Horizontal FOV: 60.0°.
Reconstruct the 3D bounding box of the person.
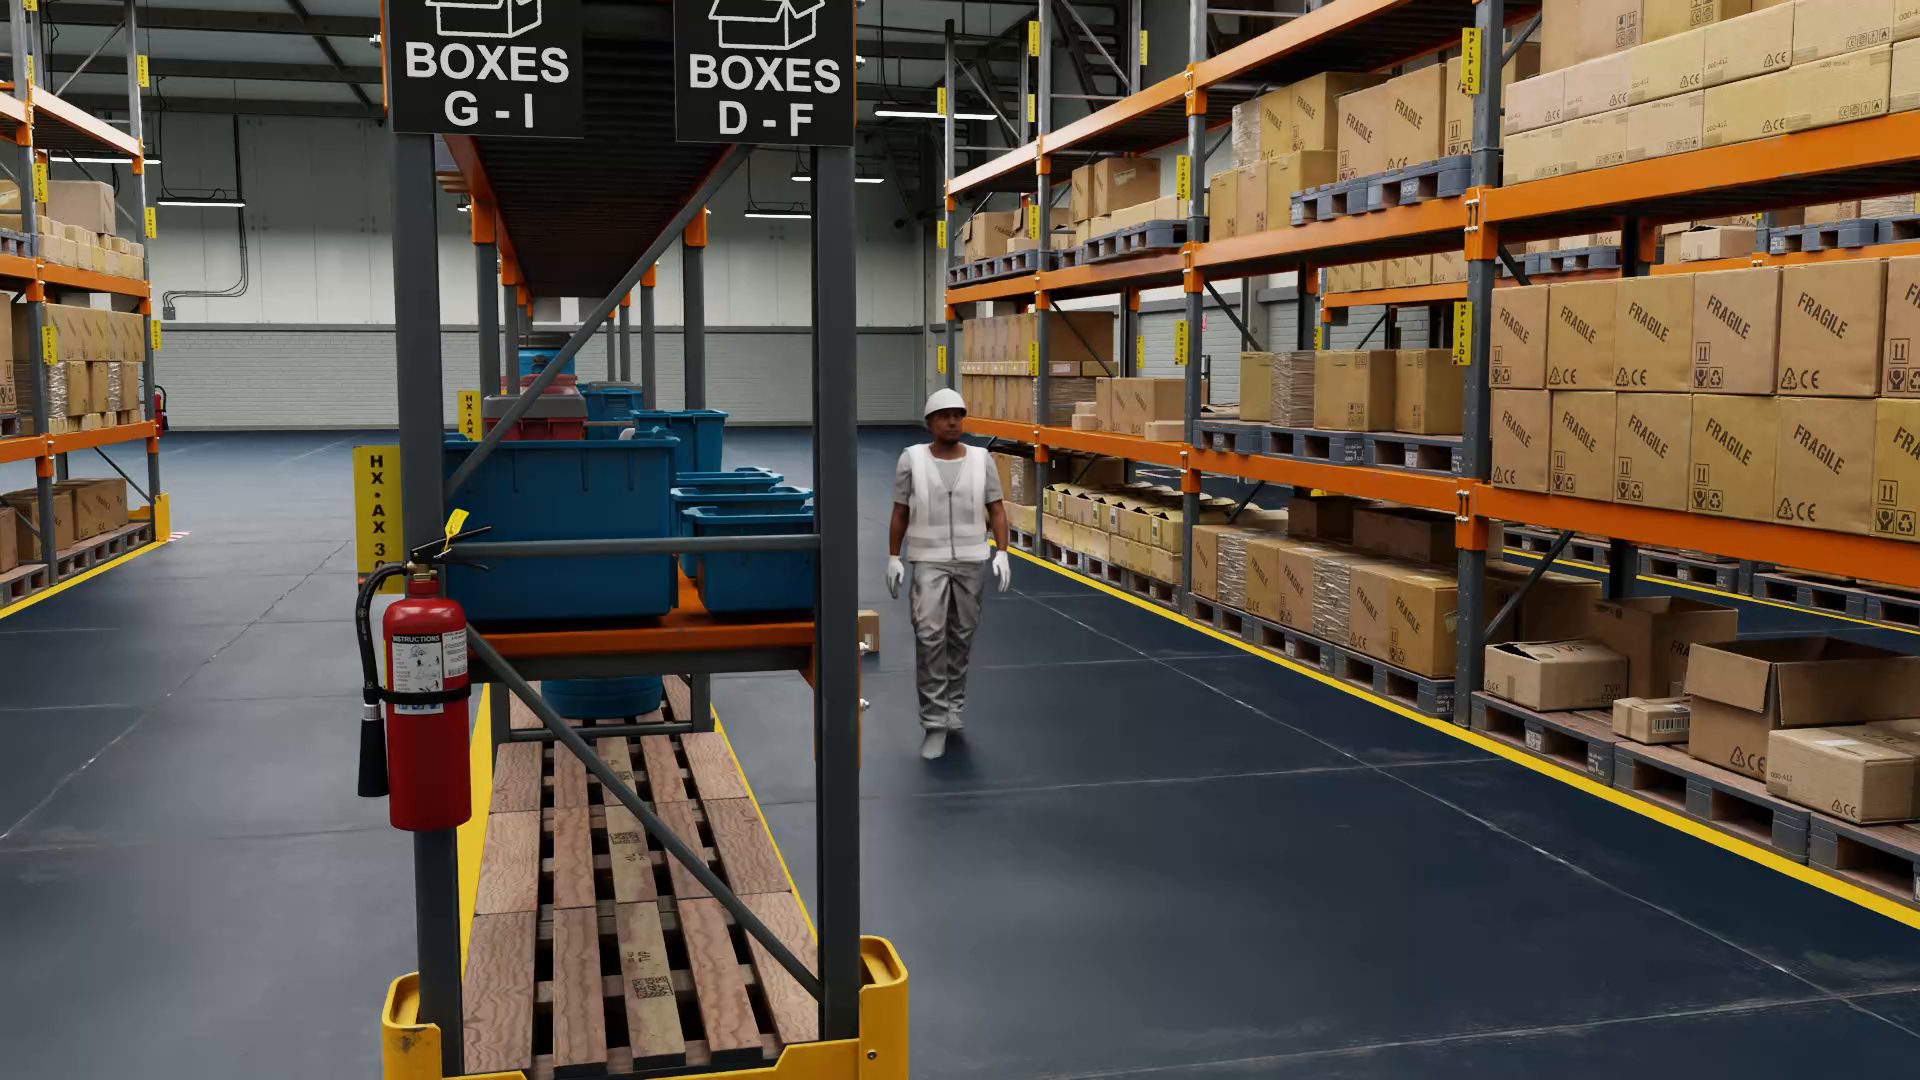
[{"bbox_3d":[-0.051,0.160,8.396,0.603,1.842,0.655,-1,6,-11],"label":"person"}]
